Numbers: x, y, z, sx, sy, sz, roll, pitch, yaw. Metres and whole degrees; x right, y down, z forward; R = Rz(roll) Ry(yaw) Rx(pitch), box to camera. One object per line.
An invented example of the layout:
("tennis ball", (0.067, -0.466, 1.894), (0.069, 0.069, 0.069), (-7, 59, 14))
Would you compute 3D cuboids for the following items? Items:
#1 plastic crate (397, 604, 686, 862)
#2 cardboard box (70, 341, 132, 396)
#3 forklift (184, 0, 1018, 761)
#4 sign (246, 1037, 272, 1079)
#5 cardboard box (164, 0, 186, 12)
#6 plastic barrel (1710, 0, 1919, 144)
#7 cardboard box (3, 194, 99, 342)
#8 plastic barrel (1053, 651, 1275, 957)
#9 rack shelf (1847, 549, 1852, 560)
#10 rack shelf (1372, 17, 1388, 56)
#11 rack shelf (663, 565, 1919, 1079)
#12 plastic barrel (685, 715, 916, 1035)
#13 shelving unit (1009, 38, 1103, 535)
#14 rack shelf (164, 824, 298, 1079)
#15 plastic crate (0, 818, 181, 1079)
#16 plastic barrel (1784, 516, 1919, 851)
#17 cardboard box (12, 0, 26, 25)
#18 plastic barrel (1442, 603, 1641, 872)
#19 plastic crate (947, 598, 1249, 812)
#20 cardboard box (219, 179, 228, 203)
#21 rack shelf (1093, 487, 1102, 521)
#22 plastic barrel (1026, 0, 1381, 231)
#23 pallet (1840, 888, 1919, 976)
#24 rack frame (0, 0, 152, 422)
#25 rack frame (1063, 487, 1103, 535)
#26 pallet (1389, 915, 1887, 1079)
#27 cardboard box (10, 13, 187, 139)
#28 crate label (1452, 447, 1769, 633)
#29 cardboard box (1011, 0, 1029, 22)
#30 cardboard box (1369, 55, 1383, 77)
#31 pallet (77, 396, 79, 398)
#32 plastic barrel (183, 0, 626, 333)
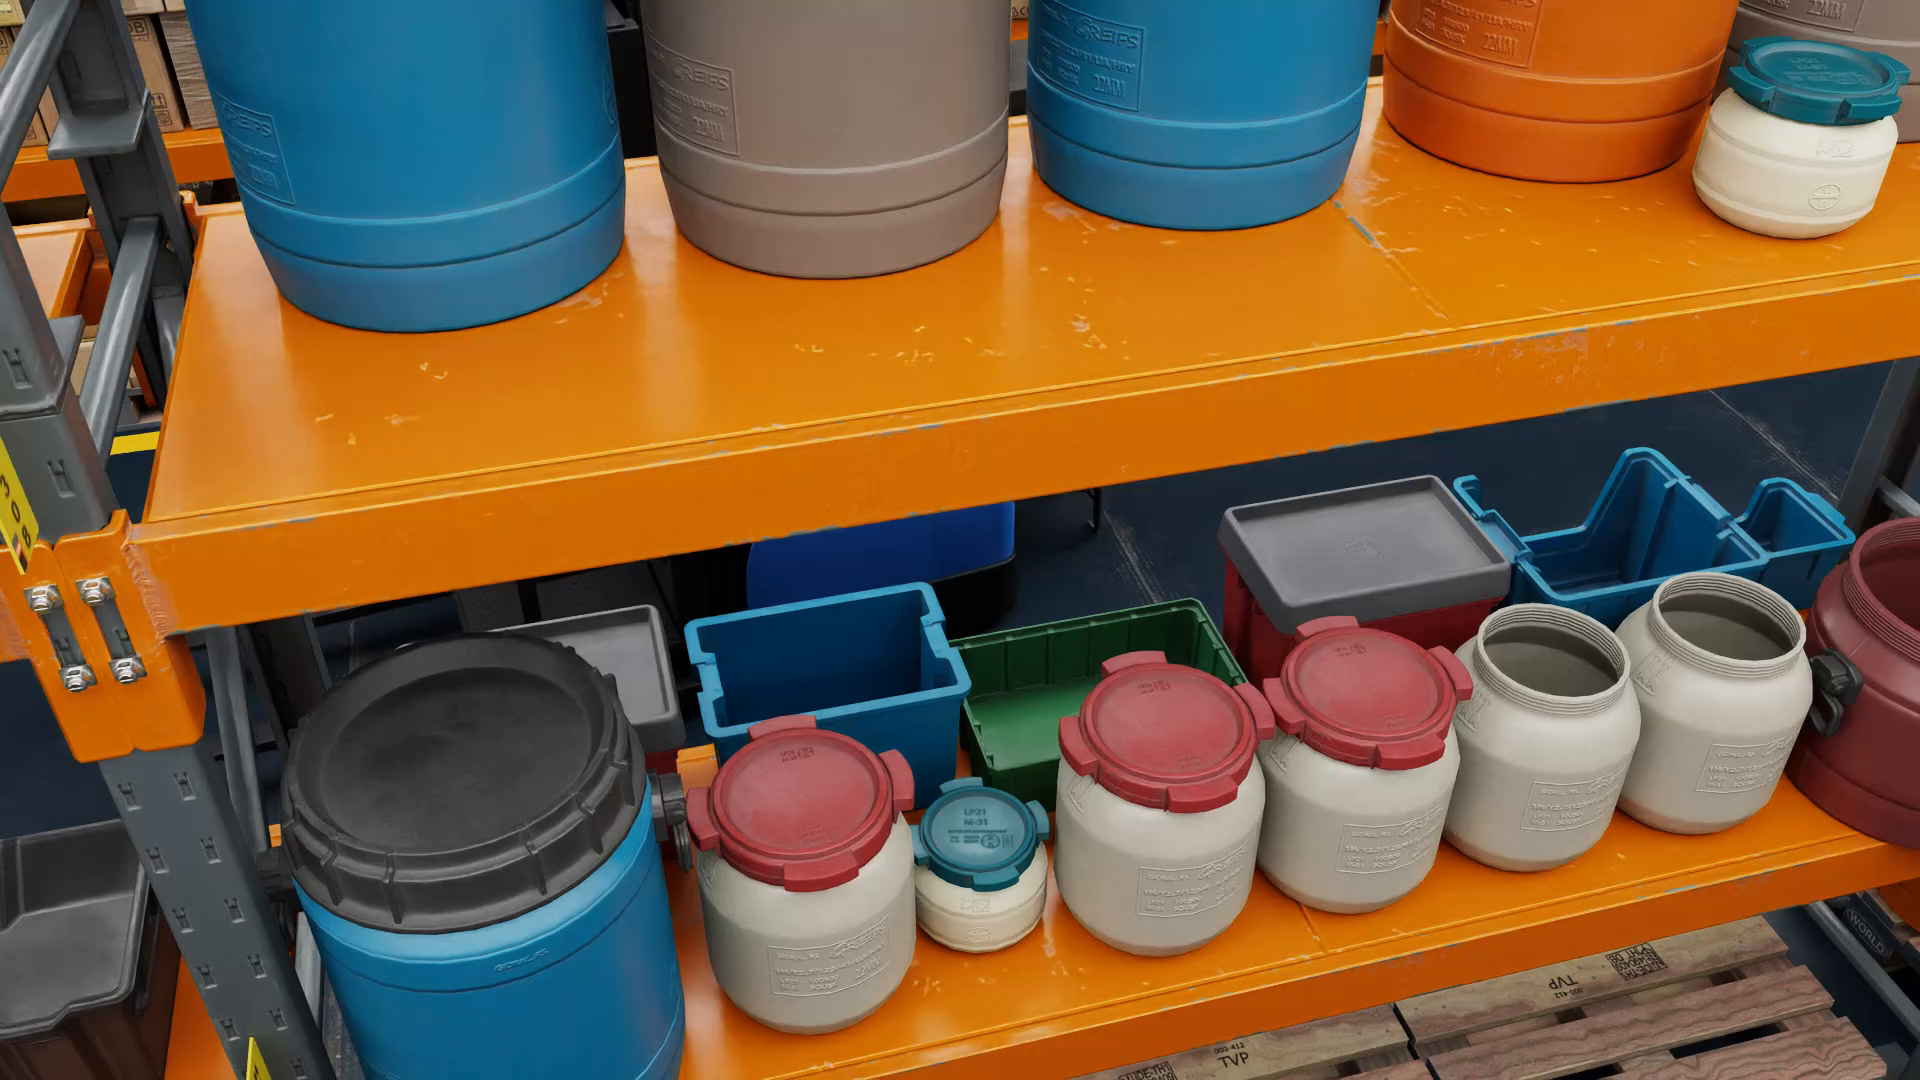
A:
("plastic crate", (-0.893, 0.474, 3.608), (0.583, 0.464, 0.402), (-9, 38, -12))
("cardboard box", (-3.923, -0.862, 7.325), (0.500, 0.250, 0.500), (-9, 38, -12))
("forklift", (-1.351, -0.787, 5.367), (3.031, 2.935, 1.130), (-14, 40, -18))
("sign", (-1.148, 0.971, 2.785), (0.005, 0.325, 0.100), (-9, 38, -12))
("cardboard box", (-3.014, -2.241, 6.594), (0.250, 0.149, 0.380), (-10, 39, -13))
("plastic barrel", (1.732, -1.265, 3.054), (0.600, 0.901, 0.600), (0, 37, 0))
("cardboard box", (-3.927, -1.167, 7.107), (0.500, 0.500, 0.500), (-9, 38, -12))
("plastic barrel", (0.408, 0.563, 3.433), (0.433, 0.535, 0.433), (0, 37, 0))
("rack shelf", (4.512, 0.091, 4.754), (4.000, 0.370, 1.077), (-9, 38, -12))
("rack shelf", (3.224, -2.815, 8.553), (4.000, 0.370, 1.077), (-9, 38, -12))
("rack shelf", (0.650, 0.725, 3.926), (4.000, 0.370, 1.077), (-9, 38, -12))
("plastic barrel", (-0.300, 0.679, 3.281), (0.433, 0.535, 0.433), (0, 37, 0))
("shelving unit", (0.262, -0.908, 6.208), (0.503, 2.100, 0.431), (-15, 40, -18))
("rack shelf", (-3.211, 1.359, 3.097), (4.000, 0.370, 1.077), (-9, 38, -12))
("plastic crate", (-1.819, 0.789, 3.301), (0.504, 0.338, 0.767), (-9, 38, -12))
("plastic barrel", (2.212, 0.320, 3.751), (0.708, 0.536, 0.600), (-9, 38, -12))
("cardboard box", (-3.520, -2.155, 6.483), (0.250, 0.149, 0.380), (-9, 38, -12))
("plastic barrel", (1.237, 0.433, 3.623), (0.421, 0.512, 0.421), (0, 37, 0))
("plastic crate", (0.327, 0.399, 3.934), (0.662, 0.188, 0.450), (-9, 38, -12))
("cardboard box", (-3.578, -1.549, 7.606), (0.500, 0.500, 0.500), (-9, 38, -12))
("rack shelf", (0.262, -0.341, 6.642), (0.480, 0.518, 0.431), (-15, 40, -18))
("plastic barrel", (0.417, -1.050, 2.772), (0.708, 0.901, 0.600), (-9, 38, -12))
("pallet", (3.331, 1.081, 5.164), (1.213, 0.211, 1.003), (-9, 38, -12))
("rack frame", (-1.281, -1.627, 1.470), (0.127, 3.000, 1.000), (-9, 38, -12))
("rack frame", (0.487, -0.966, 6.285), (0.015, 2.100, 0.400), (-15, 40, -18))
("pallet", (1.823, 1.330, 4.838), (1.213, 0.211, 1.003), (-9, 38, -12))
("cardboard box", (-3.503, -2.028, 6.850), (0.500, 0.500, 0.700), (-10, 38, -12))
("crate label", (1.551, 0.107, 4.112), (0.616, 0.435, 0.502), (-9, 38, -12))
("cardboard box", (0.379, -2.720, 7.910), (0.500, 0.311, 0.500), (-10, 38, -12))
("cardboard box", (2.188, -2.561, 8.707), (0.500, 0.250, 0.500), (-8, 38, -10))
("pallet", (-4.527, -0.746, 7.551), (1.213, 0.211, 1.003), (-9, 38, -12))
("plastic barrel", (-0.846, -0.842, 2.501), (0.708, 0.901, 0.600), (-9, 38, -12))
